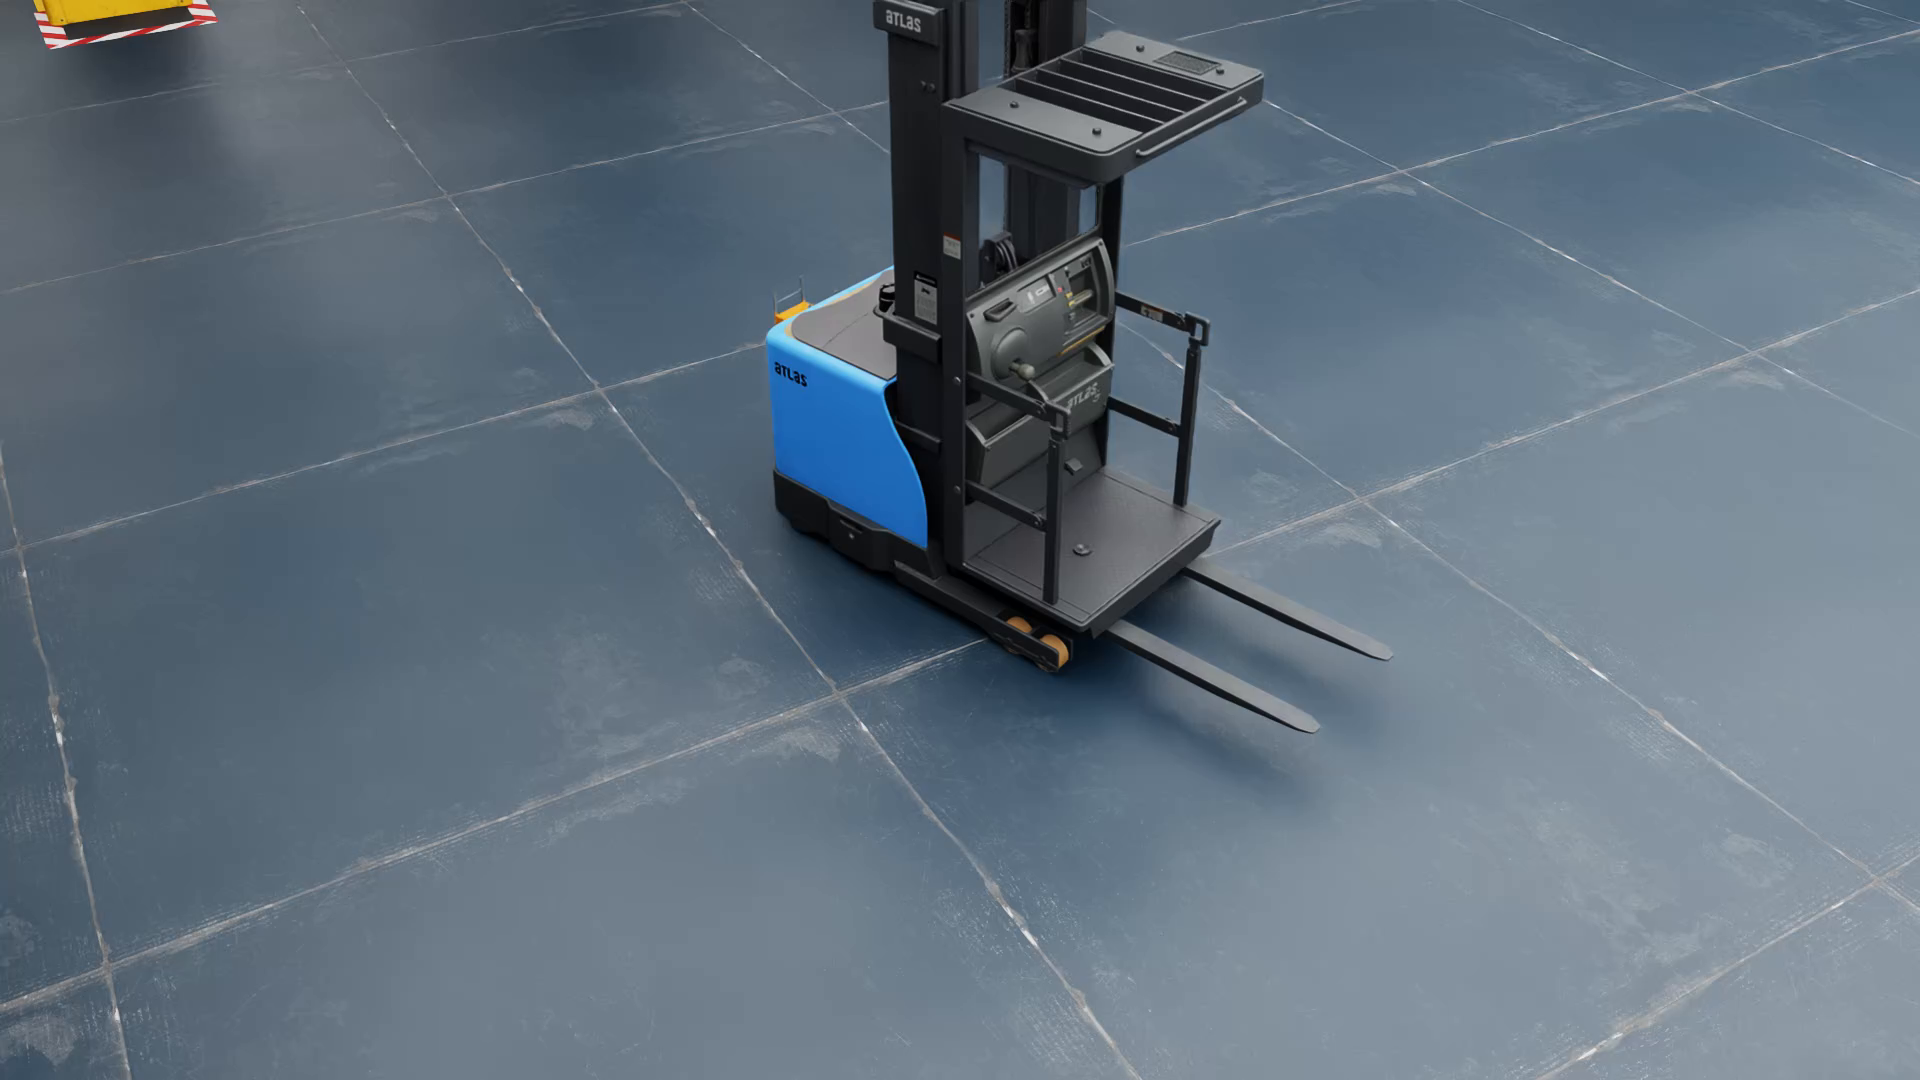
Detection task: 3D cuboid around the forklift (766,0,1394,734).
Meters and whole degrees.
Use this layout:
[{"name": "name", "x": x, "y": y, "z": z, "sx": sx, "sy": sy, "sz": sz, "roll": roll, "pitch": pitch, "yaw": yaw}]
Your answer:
[{"name": "forklift", "x": 0.517, "y": -0.946, "z": 7.060, "sx": 3.031, "sy": 2.935, "sz": 1.130, "roll": 27, "pitch": 44, "yaw": 32}]

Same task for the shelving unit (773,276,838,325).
[{"name": "shelving unit", "x": -0.759, "y": -0.799, "z": 8.453, "sx": 0.252, "sy": 1.050, "sz": 0.215, "roll": 27, "pitch": 44, "yaw": 32}]

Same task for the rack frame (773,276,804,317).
[{"name": "rack frame", "x": -0.851, "y": -0.846, "z": 8.518, "sx": 0.008, "sy": 1.050, "sz": 0.200, "roll": 27, "pitch": 44, "yaw": 32}]

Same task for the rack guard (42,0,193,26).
[{"name": "rack guard", "x": -7.387, "y": -4.872, "z": 14.497, "sx": 1.175, "sy": 0.500, "sz": 0.348, "roll": -19, "pitch": 40, "yaw": -24}]

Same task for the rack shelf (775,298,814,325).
[{"name": "rack shelf", "x": -0.759, "y": -1.019, "z": 8.292, "sx": 0.240, "sy": 0.259, "sz": 0.215, "roll": 27, "pitch": 44, "yaw": 32}]

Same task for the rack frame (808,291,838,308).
[{"name": "rack frame", "x": -0.667, "y": -0.751, "z": 8.389, "sx": 0.008, "sy": 1.050, "sz": 0.200, "roll": 27, "pitch": 44, "yaw": 32}]
